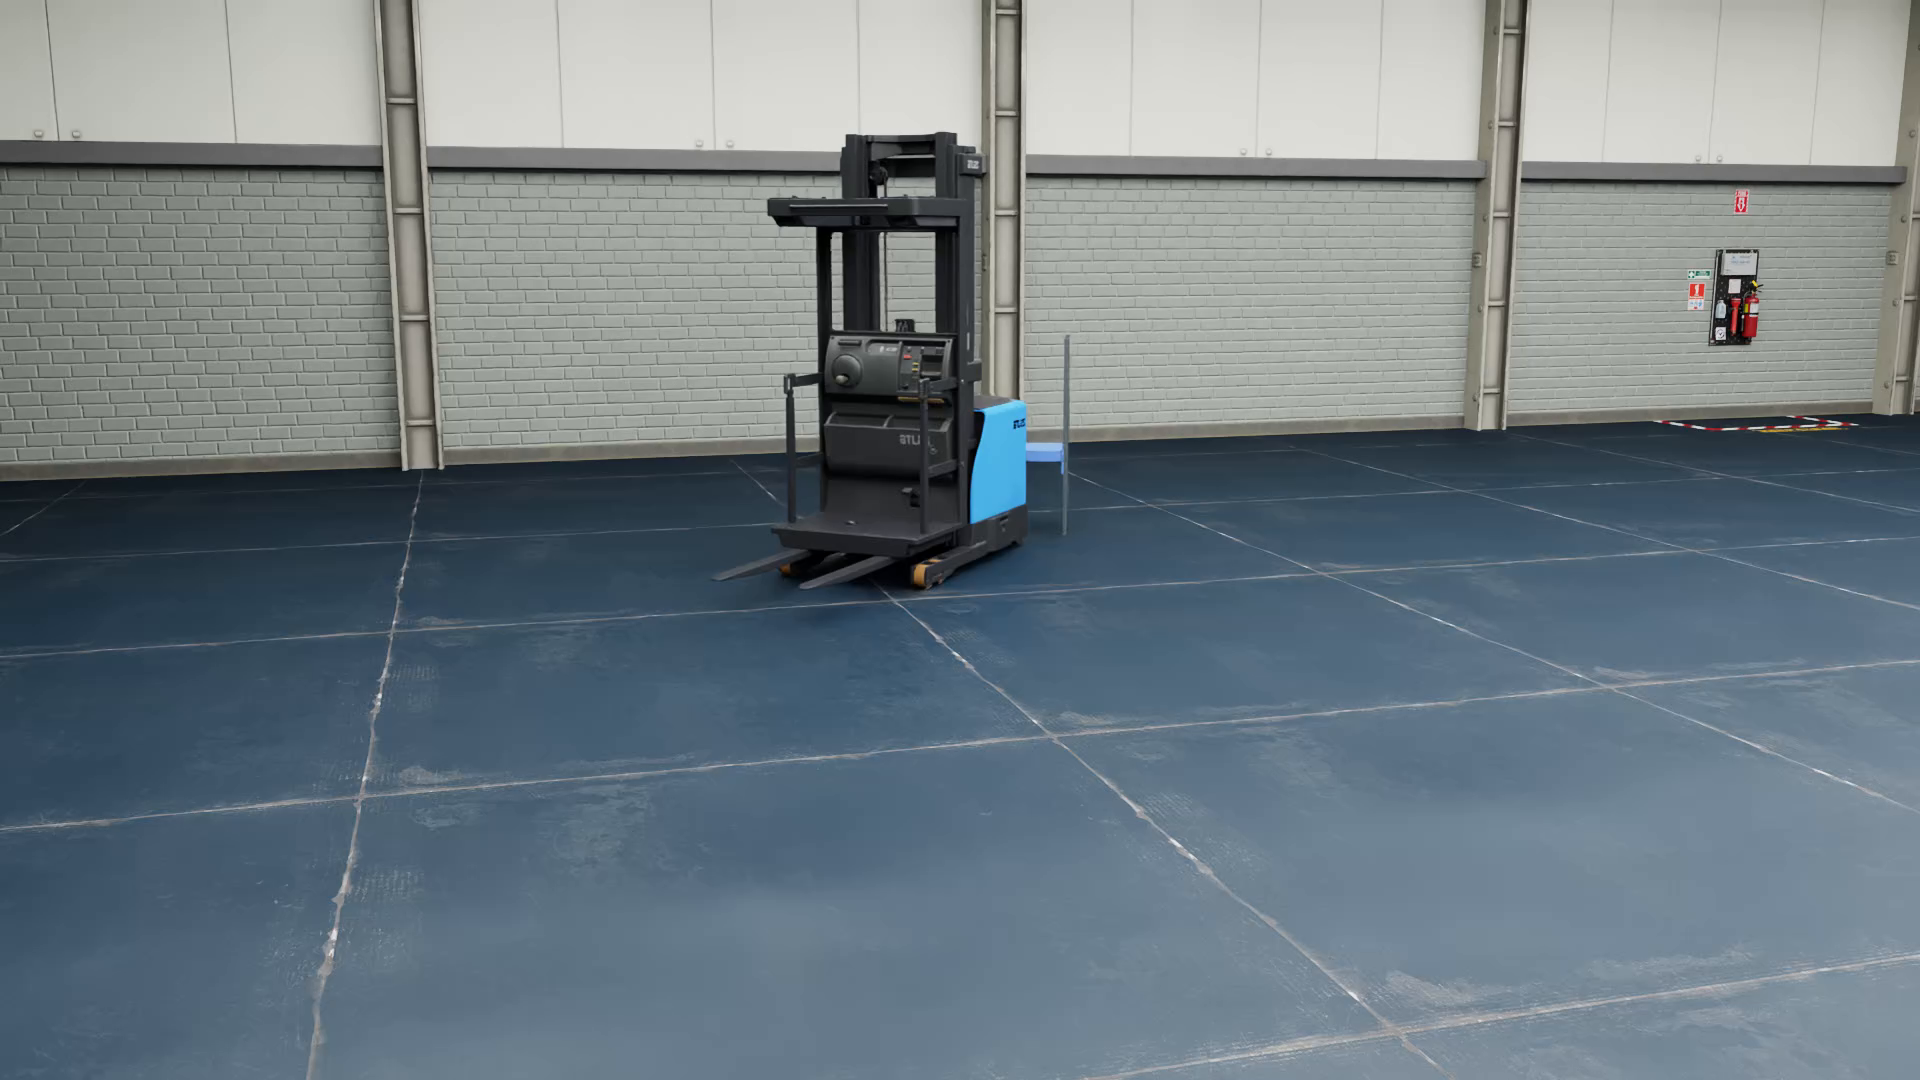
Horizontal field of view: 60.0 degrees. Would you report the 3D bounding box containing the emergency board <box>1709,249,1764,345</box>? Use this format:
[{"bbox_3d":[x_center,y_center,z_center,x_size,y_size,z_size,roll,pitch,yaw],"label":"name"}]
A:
[{"bbox_3d":[9.598,-2.983,20.464,0.643,1.169,0.194,-3,11,-16],"label":"emergency board"}]

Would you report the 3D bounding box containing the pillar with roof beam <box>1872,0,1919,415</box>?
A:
[{"bbox_3d":[13.185,-5.303,16.499,0.400,9.000,9.100,-3,11,-16],"label":"pillar with roof beam"}]

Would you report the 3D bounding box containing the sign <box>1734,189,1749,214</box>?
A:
[{"bbox_3d":[9.562,-4.140,20.346,0.199,0.298,0.001,-3,11,-16],"label":"sign"}]

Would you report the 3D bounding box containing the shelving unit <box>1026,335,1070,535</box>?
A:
[{"bbox_3d":[0.315,-0.827,12.894,1.048,1.500,0.538,1,10,5],"label":"shelving unit"}]

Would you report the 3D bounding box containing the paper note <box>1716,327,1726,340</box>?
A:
[{"bbox_3d":[9.409,-2.553,20.560,0.142,0.148,0.016,-3,11,-16],"label":"paper note"}]

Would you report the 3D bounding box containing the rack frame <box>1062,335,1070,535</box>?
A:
[{"bbox_3d":[0.821,-0.818,12.848,0.032,1.500,0.500,1,10,5],"label":"rack frame"}]

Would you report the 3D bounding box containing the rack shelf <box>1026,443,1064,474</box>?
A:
[{"bbox_3d":[0.315,-0.650,12.927,1.000,0.185,0.538,1,10,5],"label":"rack shelf"}]

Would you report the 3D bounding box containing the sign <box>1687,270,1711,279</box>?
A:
[{"bbox_3d":[9.045,-3.250,20.351,0.331,0.109,0.001,-3,11,-16],"label":"sign"}]

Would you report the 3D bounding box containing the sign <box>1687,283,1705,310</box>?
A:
[{"bbox_3d":[9.038,-2.990,20.406,0.234,0.329,0.001,-3,11,-16],"label":"sign"}]

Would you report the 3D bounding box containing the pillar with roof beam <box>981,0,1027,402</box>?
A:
[{"bbox_3d":[1.663,-4.696,13.200,0.400,9.000,9.100,-3,11,-16],"label":"pillar with roof beam"}]

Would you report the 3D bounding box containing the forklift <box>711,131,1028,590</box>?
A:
[{"bbox_3d":[-0.570,-1.211,11.027,1.130,2.935,3.031,5,11,24],"label":"forklift"}]

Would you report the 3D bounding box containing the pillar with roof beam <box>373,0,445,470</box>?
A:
[{"bbox_3d":[-4.098,-4.392,11.551,0.400,9.000,9.100,-3,11,-16],"label":"pillar with roof beam"}]

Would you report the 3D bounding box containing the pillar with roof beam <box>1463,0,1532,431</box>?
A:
[{"bbox_3d":[7.424,-5.000,14.849,0.400,9.000,9.100,-3,11,-16],"label":"pillar with roof beam"}]
